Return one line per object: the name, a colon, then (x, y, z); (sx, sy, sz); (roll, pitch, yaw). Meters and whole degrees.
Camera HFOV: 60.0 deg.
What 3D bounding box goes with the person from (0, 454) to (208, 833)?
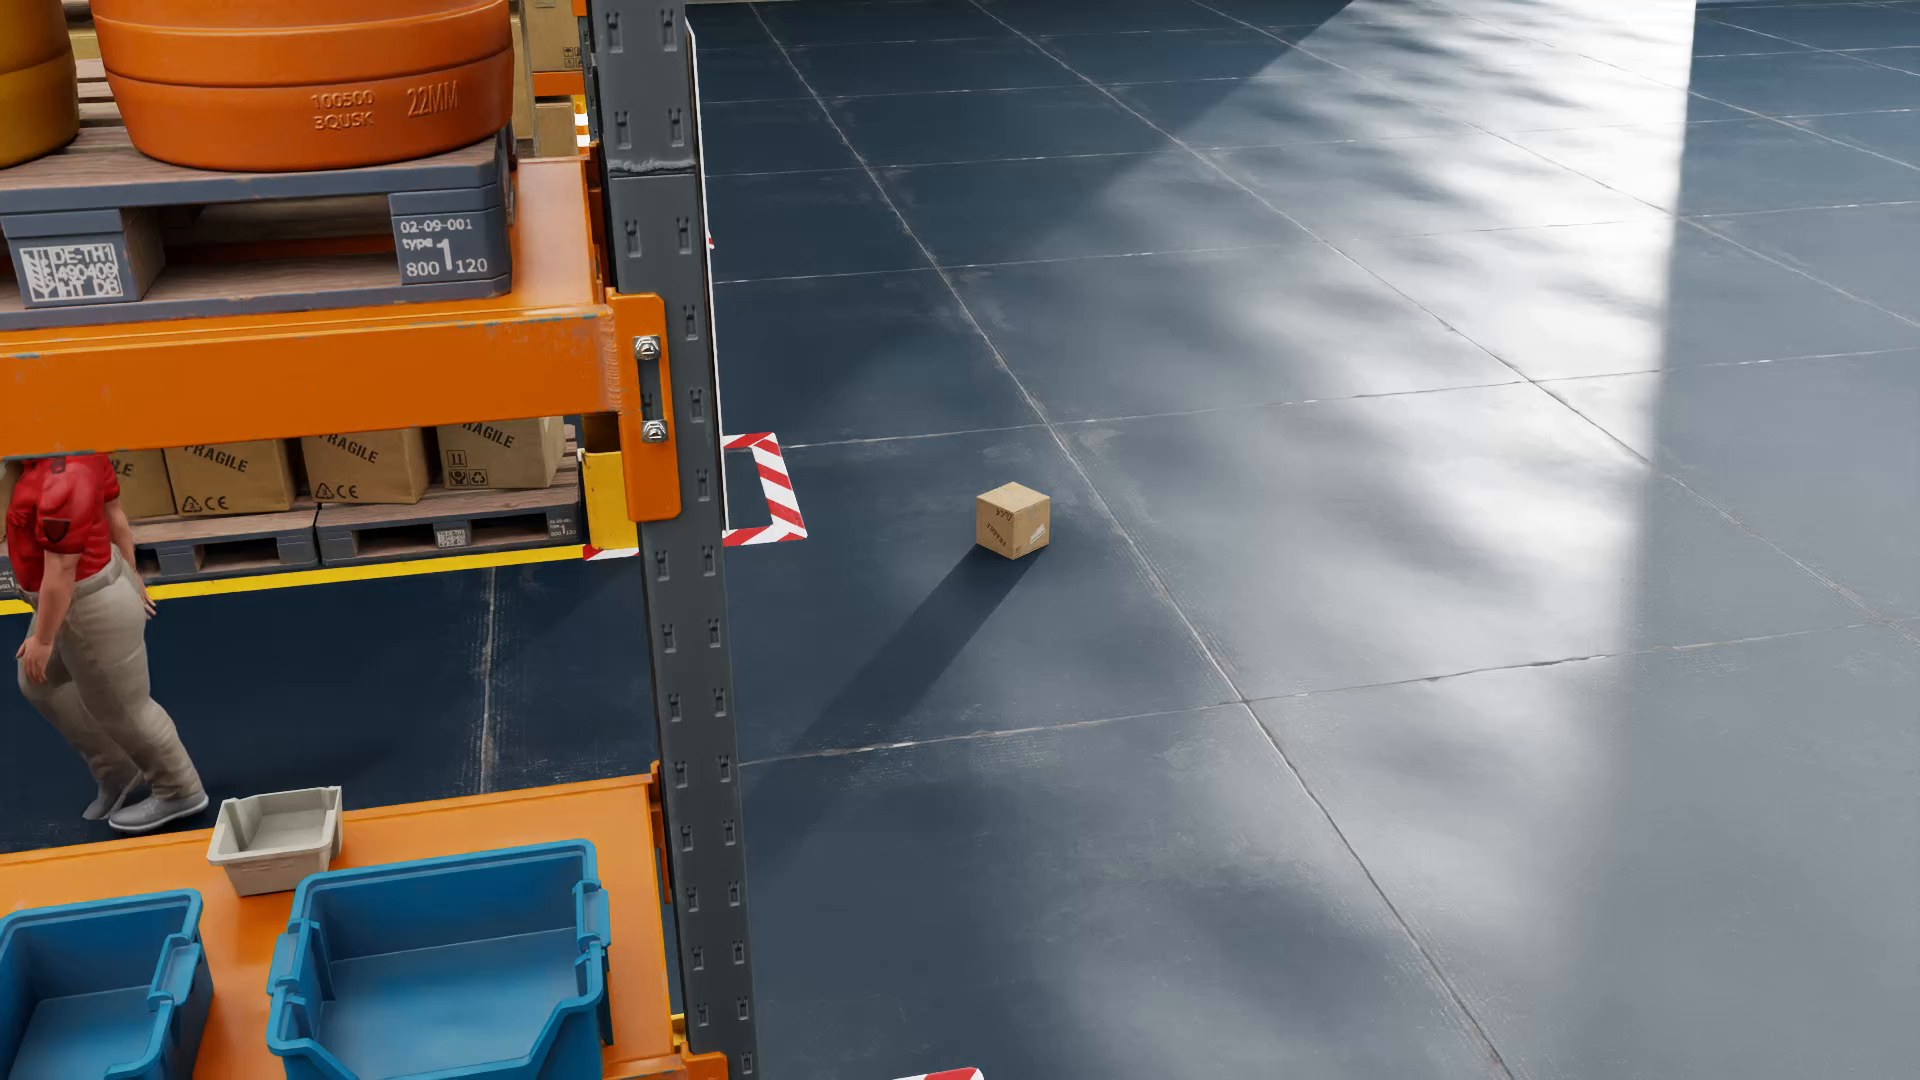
person: (-2.990, 0.282, 5.633); (0.527, 1.804, 0.527); (-12, 29, -23)
